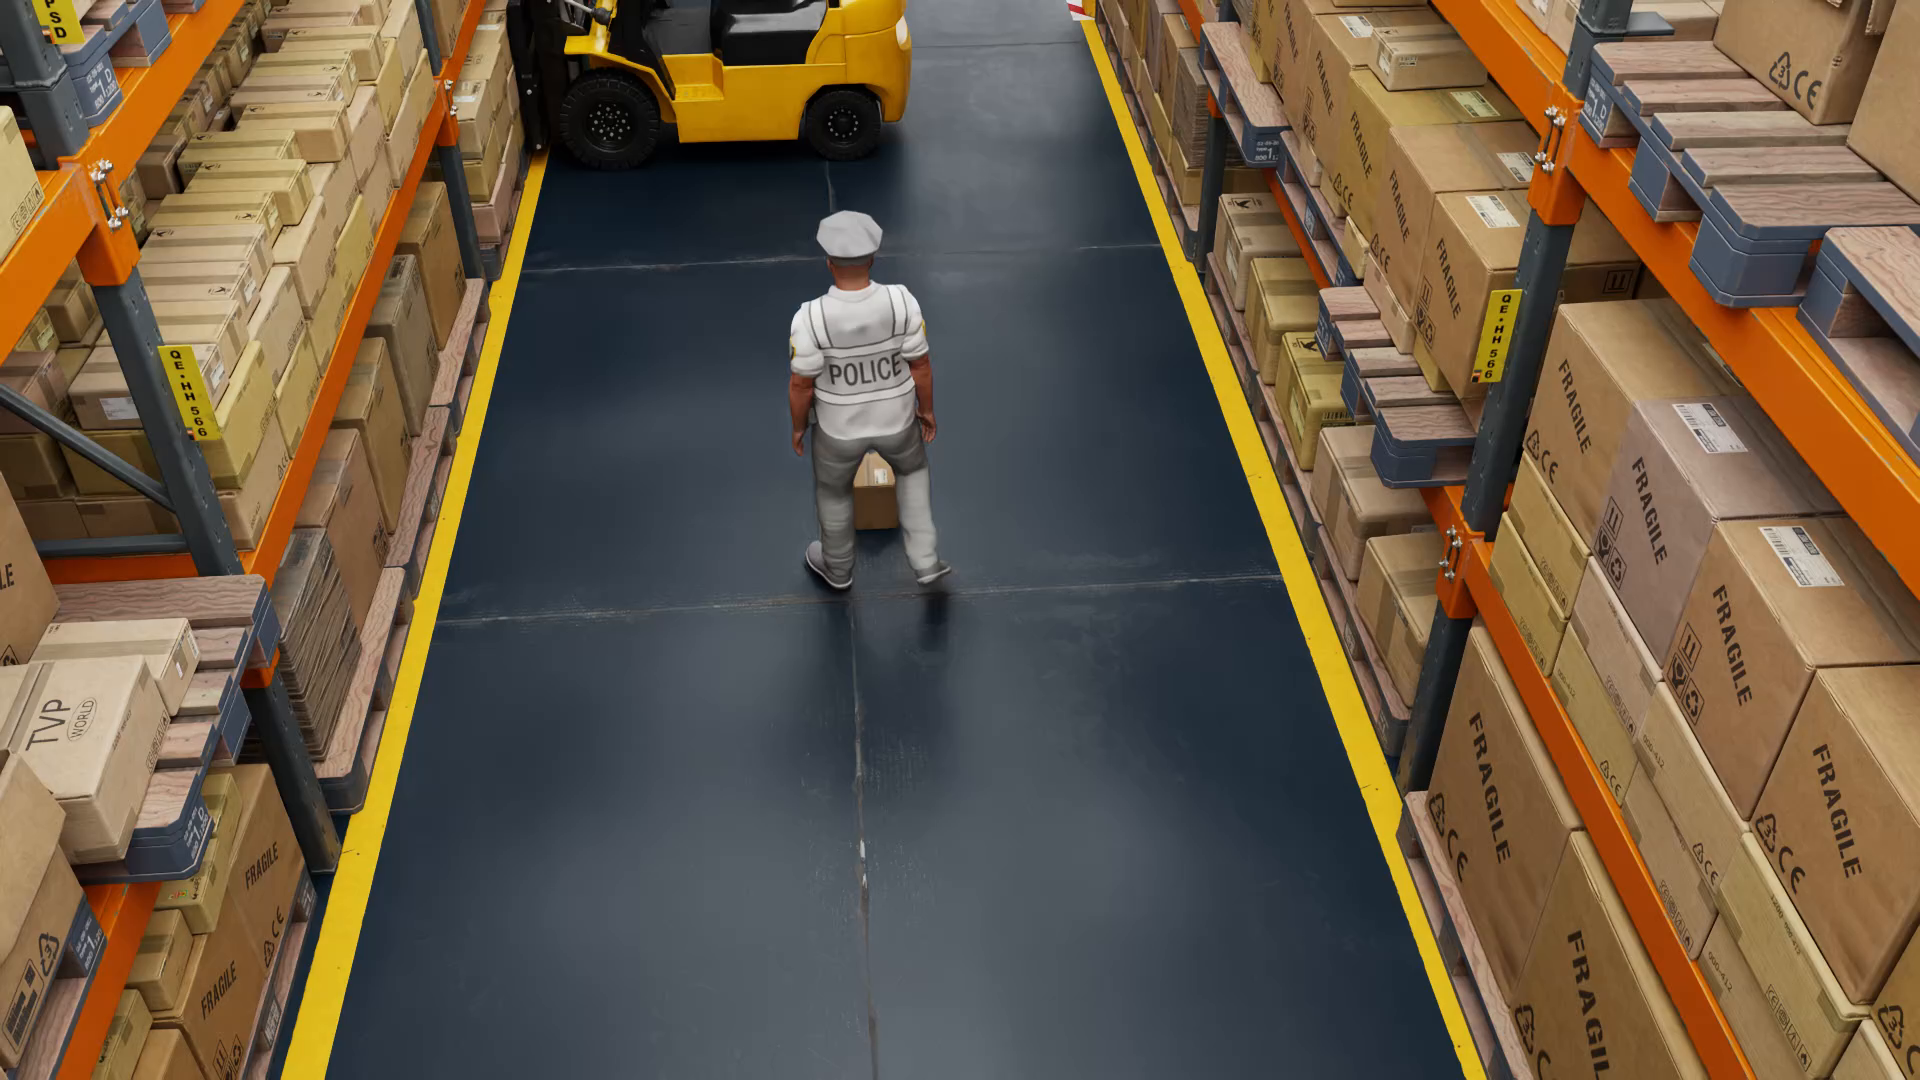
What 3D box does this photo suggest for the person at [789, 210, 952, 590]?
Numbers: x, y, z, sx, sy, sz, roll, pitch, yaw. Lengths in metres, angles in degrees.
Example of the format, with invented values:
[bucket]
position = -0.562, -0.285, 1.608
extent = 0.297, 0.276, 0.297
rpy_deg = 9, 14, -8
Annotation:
[person]
position = -0.373, -0.506, 6.736
extent = 0.638, 1.761, 0.585
rpy_deg = -11, 40, -13
